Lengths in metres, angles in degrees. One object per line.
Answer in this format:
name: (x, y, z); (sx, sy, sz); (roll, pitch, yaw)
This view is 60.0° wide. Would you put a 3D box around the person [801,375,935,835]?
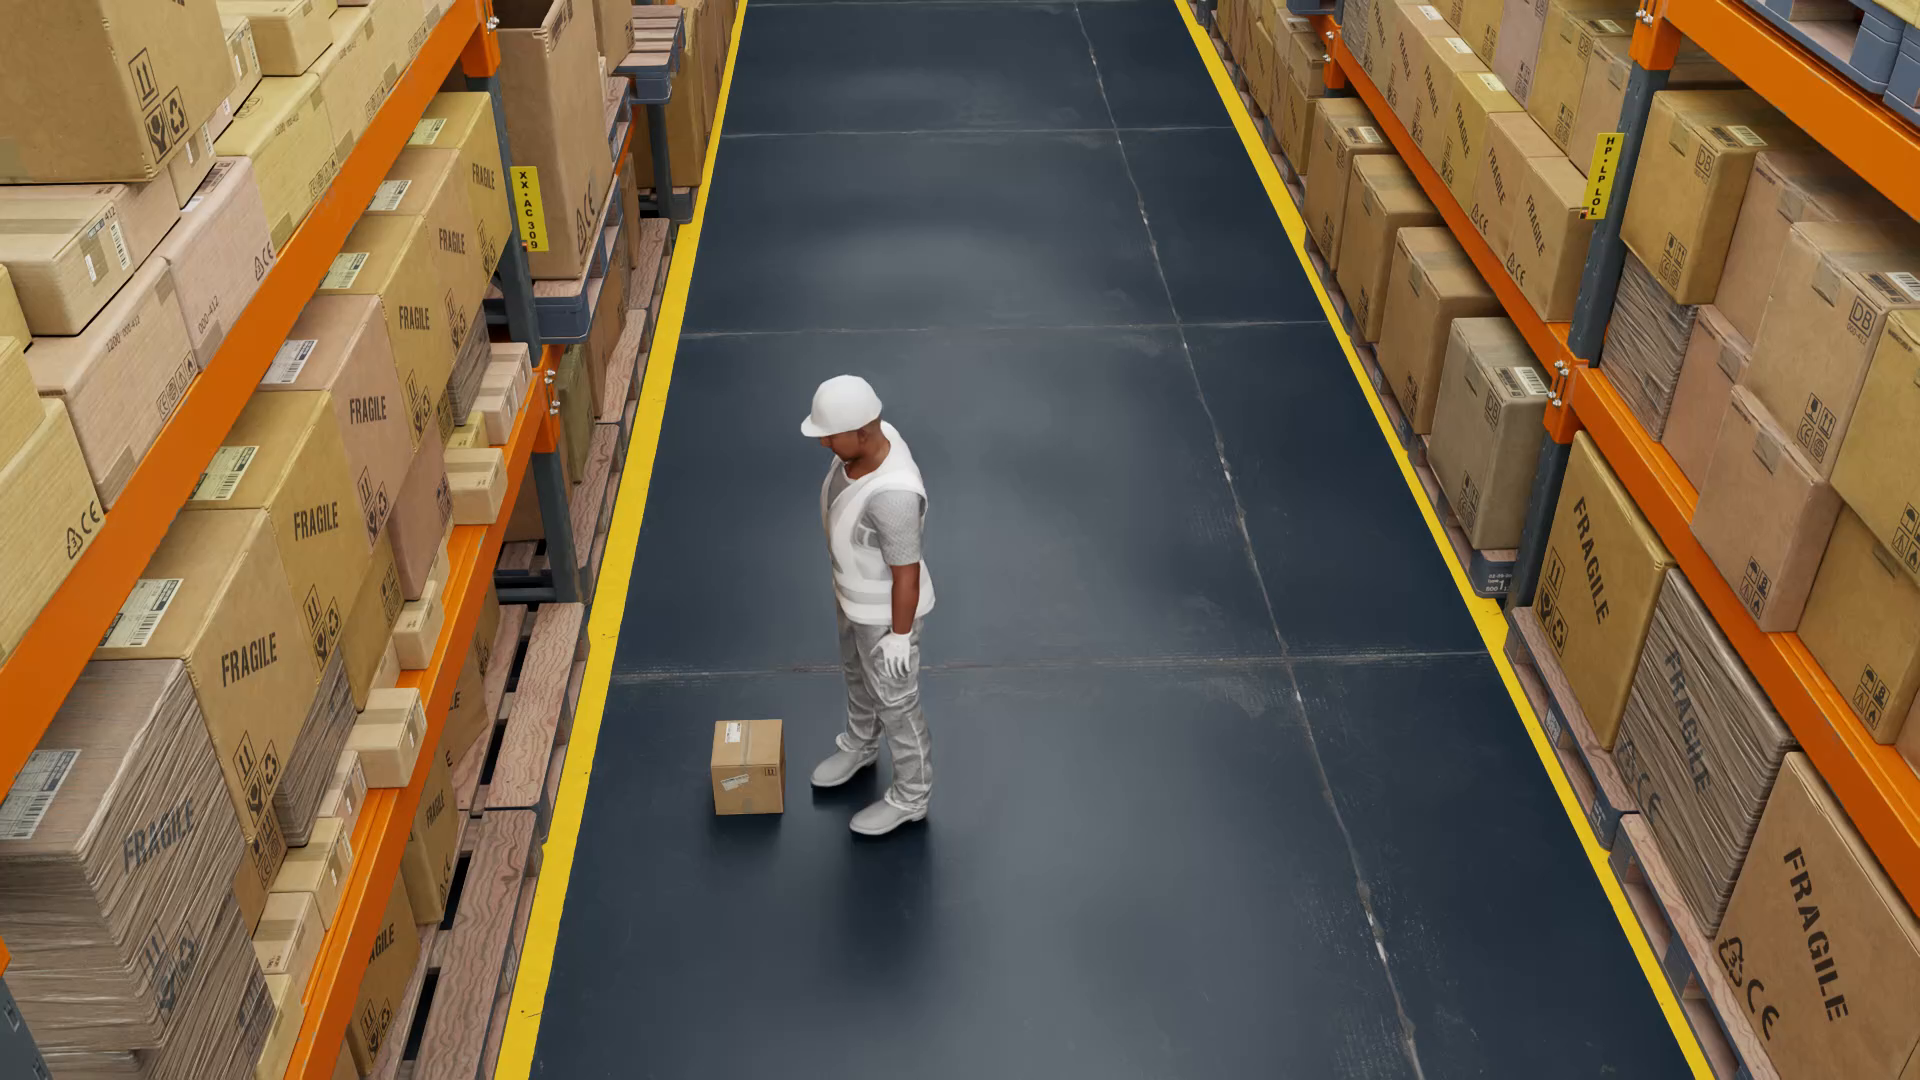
person: (-0.327, 0.208, 5.797); (0.453, 1.777, 0.594); (-9, 36, -13)
